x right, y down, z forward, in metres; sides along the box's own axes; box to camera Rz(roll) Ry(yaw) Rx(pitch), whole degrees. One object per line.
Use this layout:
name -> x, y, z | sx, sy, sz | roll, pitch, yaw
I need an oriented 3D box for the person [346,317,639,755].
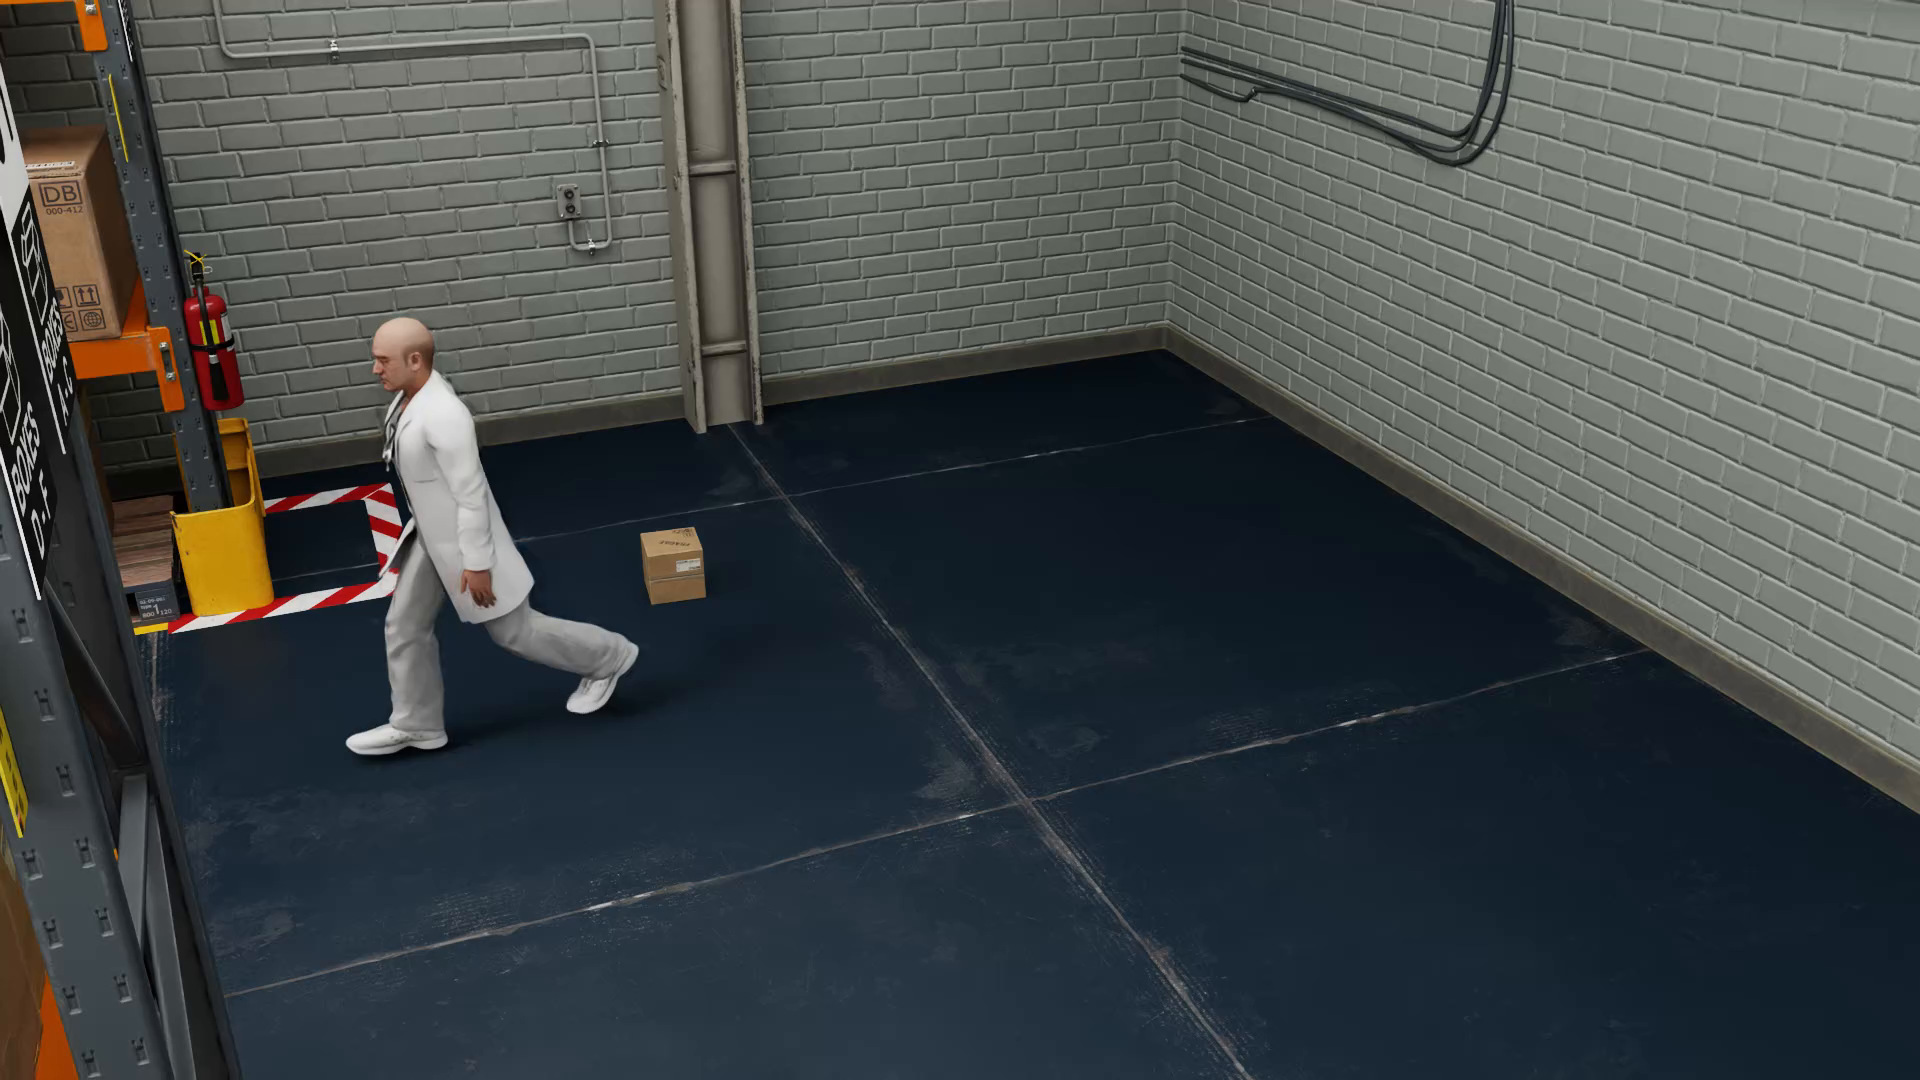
person -> -1.796, -0.016, 6.186 | 1.127, 1.725, 0.589 | -17, 30, -31
